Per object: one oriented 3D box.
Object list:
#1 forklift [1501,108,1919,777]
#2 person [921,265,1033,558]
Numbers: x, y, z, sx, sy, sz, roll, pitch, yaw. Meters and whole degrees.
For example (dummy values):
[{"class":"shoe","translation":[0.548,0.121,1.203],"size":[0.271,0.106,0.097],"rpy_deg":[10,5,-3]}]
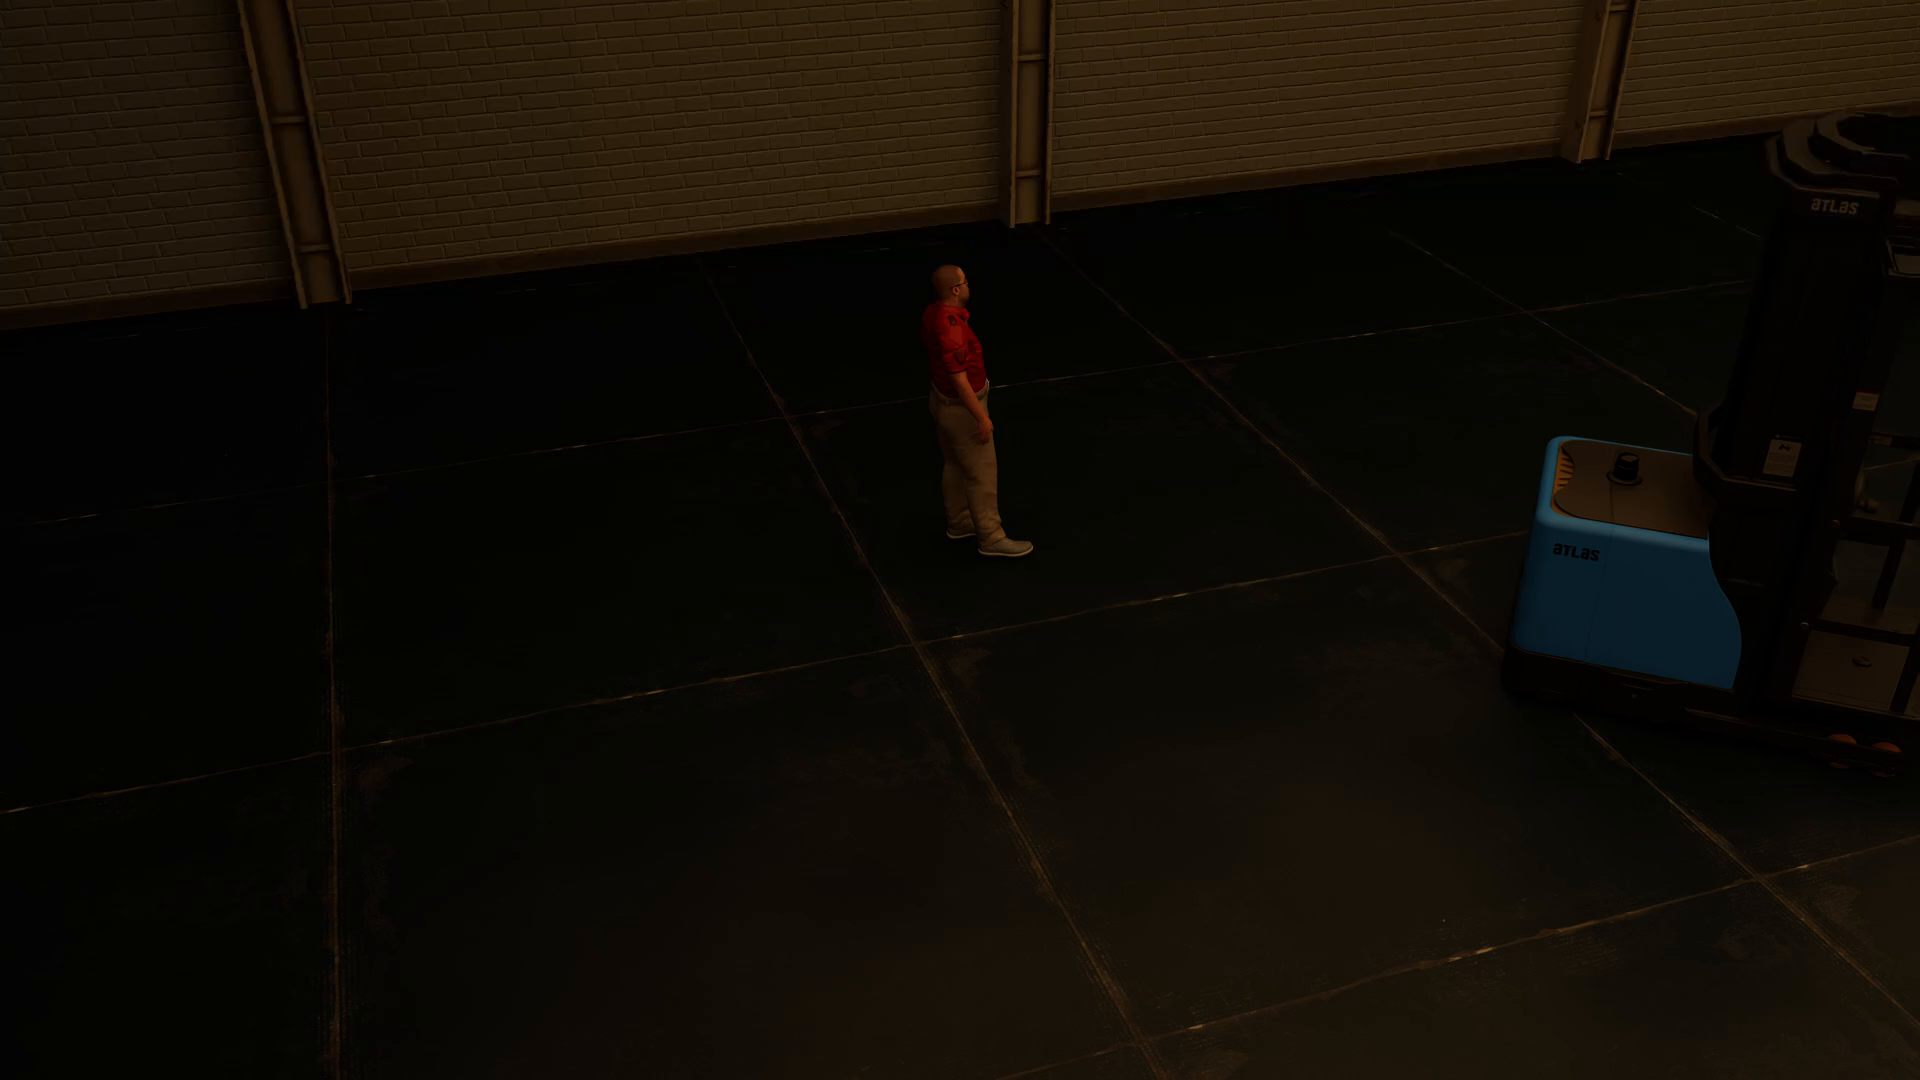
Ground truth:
[{"class":"forklift","translation":[4.378,-0.425,7.826],"size":[3.031,2.935,1.130],"rpy_deg":[11,32,18]},{"class":"person","translation":[0.089,-0.765,9.607],"size":[0.550,1.727,0.642],"rpy_deg":[-10,31,-16]}]
